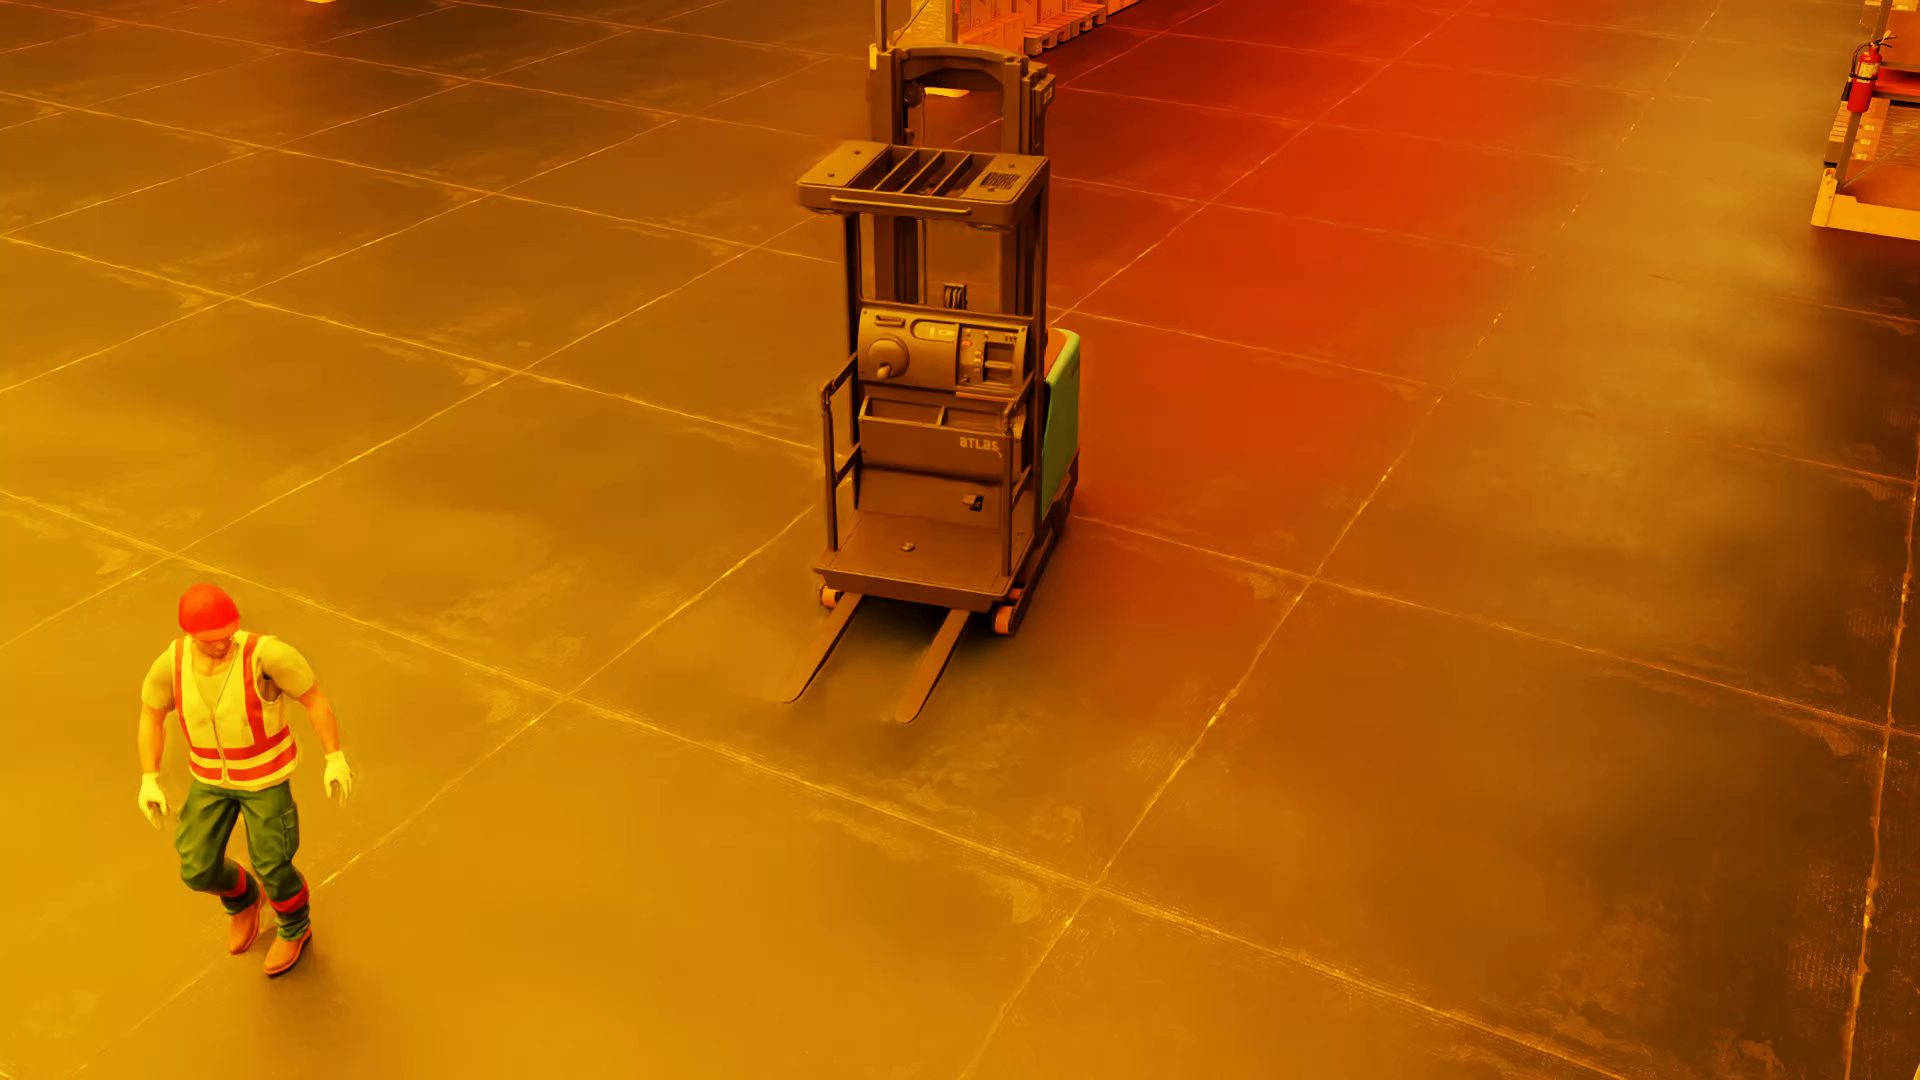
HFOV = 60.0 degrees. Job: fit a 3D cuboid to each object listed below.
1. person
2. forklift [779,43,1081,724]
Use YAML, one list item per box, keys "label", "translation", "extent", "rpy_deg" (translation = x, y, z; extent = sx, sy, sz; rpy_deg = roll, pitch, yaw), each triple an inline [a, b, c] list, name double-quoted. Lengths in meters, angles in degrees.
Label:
- label: "person"
  translation: [-2.801, 0.962, 6.591]
  extent: [0.806, 1.761, 0.480]
  rpy_deg: [2, 30, 3]
- label: "forklift"
  translation: [-0.154, -0.966, 8.745]
  extent: [1.130, 2.935, 3.031]
  rpy_deg: [8, 31, 14]
